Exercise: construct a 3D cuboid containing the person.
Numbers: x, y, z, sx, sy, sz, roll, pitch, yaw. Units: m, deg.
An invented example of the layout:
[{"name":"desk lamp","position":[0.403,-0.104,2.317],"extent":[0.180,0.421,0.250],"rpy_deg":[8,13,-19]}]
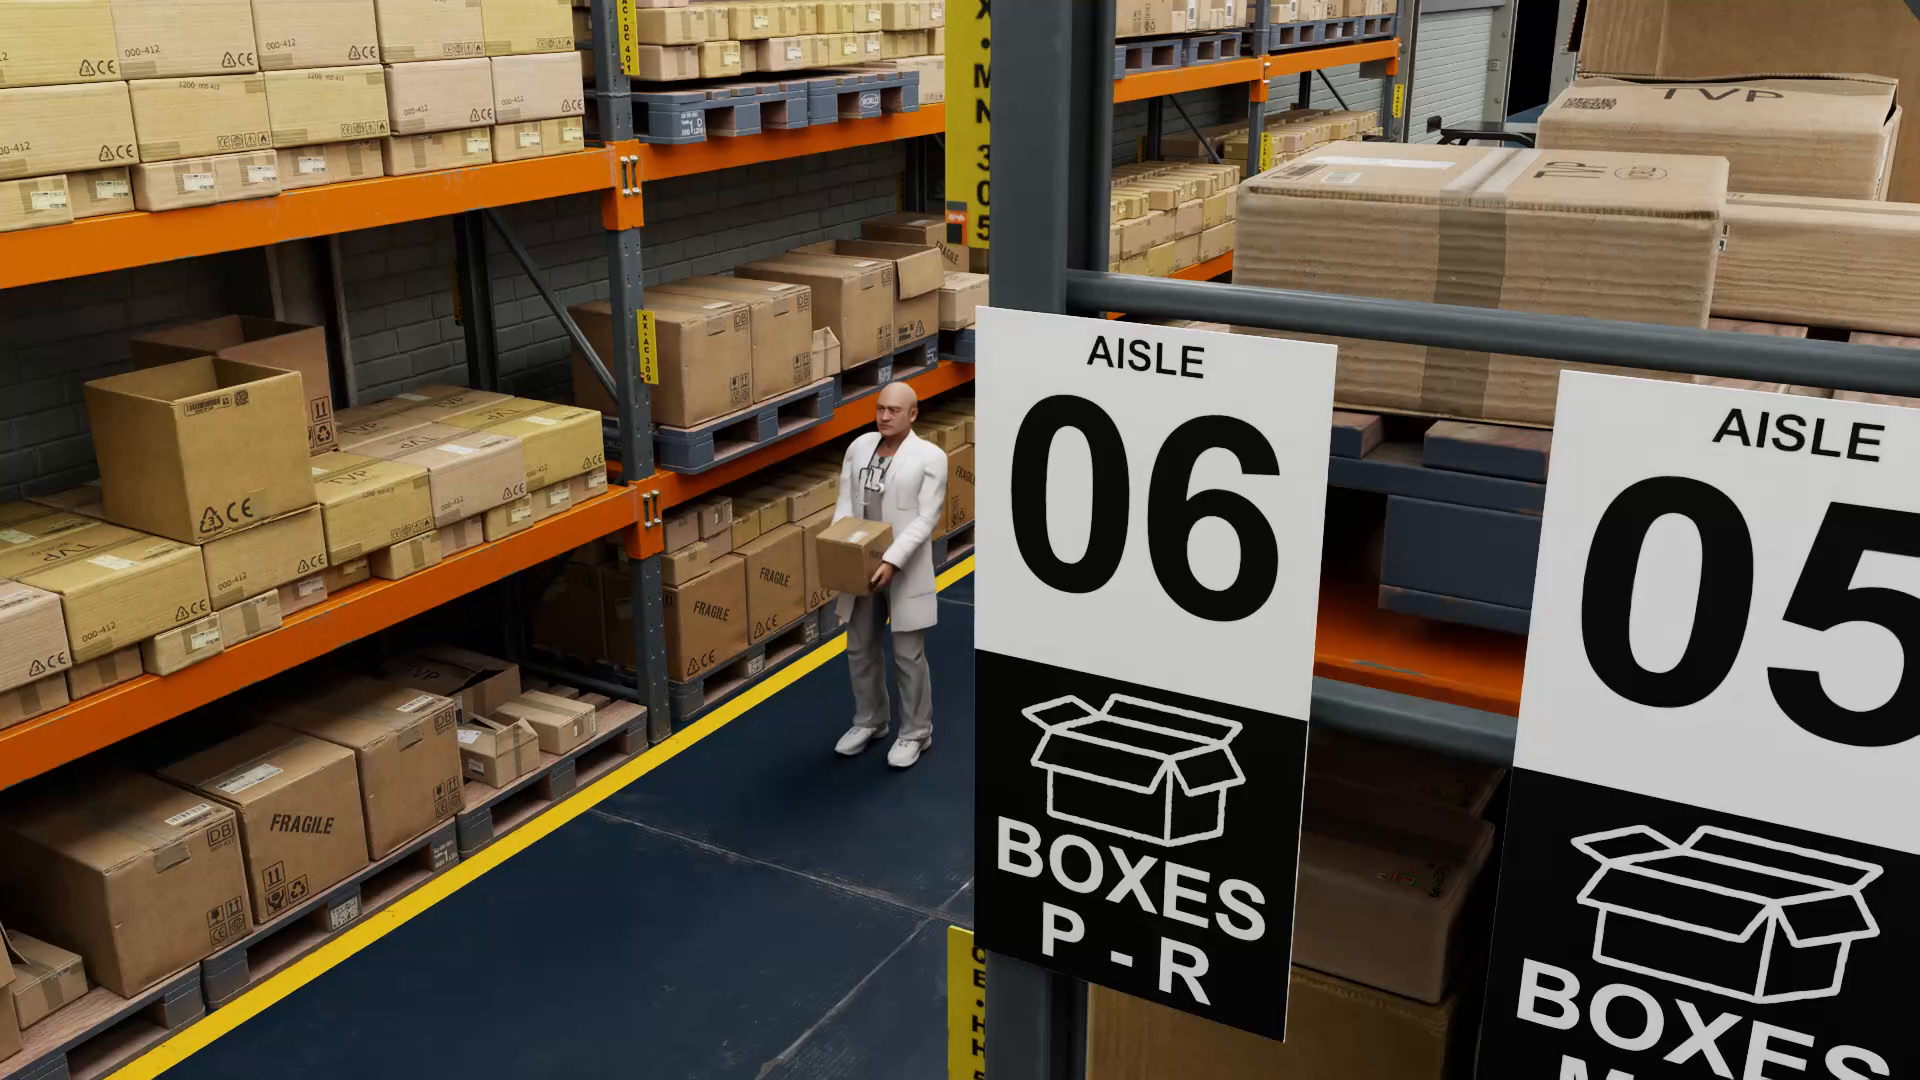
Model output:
[{"name":"person","position":[-0.372,0.179,7.569],"extent":[0.537,1.777,0.548],"rpy_deg":[10,22,27]}]
